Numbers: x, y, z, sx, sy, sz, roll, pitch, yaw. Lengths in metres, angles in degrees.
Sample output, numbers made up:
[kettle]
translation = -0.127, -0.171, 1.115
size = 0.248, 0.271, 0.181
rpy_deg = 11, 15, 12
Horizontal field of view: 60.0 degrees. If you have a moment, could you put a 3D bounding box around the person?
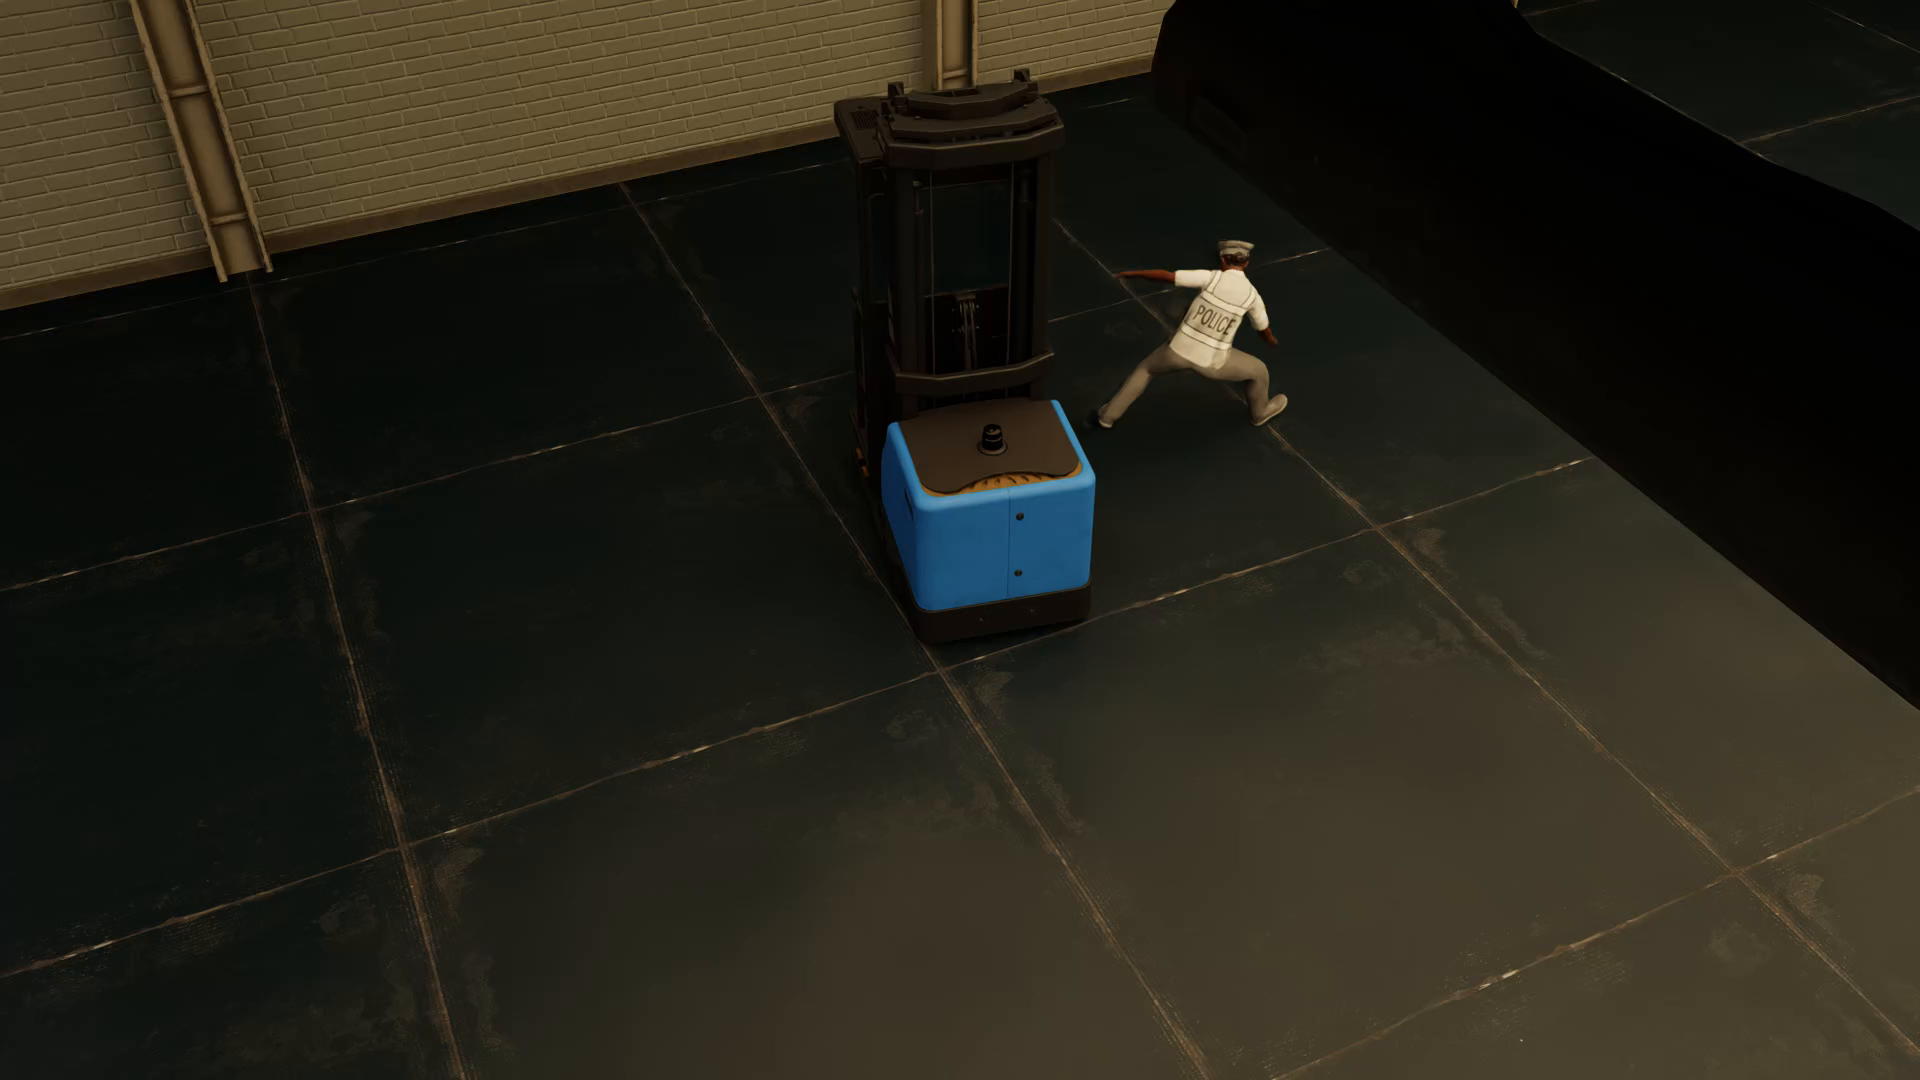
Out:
[person]
translation = 1.545, -1.303, 10.805
size = 1.185, 1.382, 0.730
rpy_deg = 14, 42, 16

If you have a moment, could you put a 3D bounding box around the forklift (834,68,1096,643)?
[forklift]
translation = -0.085, -1.487, 9.798
size = 1.130, 2.935, 3.031
rpy_deg = -9, 41, -10
